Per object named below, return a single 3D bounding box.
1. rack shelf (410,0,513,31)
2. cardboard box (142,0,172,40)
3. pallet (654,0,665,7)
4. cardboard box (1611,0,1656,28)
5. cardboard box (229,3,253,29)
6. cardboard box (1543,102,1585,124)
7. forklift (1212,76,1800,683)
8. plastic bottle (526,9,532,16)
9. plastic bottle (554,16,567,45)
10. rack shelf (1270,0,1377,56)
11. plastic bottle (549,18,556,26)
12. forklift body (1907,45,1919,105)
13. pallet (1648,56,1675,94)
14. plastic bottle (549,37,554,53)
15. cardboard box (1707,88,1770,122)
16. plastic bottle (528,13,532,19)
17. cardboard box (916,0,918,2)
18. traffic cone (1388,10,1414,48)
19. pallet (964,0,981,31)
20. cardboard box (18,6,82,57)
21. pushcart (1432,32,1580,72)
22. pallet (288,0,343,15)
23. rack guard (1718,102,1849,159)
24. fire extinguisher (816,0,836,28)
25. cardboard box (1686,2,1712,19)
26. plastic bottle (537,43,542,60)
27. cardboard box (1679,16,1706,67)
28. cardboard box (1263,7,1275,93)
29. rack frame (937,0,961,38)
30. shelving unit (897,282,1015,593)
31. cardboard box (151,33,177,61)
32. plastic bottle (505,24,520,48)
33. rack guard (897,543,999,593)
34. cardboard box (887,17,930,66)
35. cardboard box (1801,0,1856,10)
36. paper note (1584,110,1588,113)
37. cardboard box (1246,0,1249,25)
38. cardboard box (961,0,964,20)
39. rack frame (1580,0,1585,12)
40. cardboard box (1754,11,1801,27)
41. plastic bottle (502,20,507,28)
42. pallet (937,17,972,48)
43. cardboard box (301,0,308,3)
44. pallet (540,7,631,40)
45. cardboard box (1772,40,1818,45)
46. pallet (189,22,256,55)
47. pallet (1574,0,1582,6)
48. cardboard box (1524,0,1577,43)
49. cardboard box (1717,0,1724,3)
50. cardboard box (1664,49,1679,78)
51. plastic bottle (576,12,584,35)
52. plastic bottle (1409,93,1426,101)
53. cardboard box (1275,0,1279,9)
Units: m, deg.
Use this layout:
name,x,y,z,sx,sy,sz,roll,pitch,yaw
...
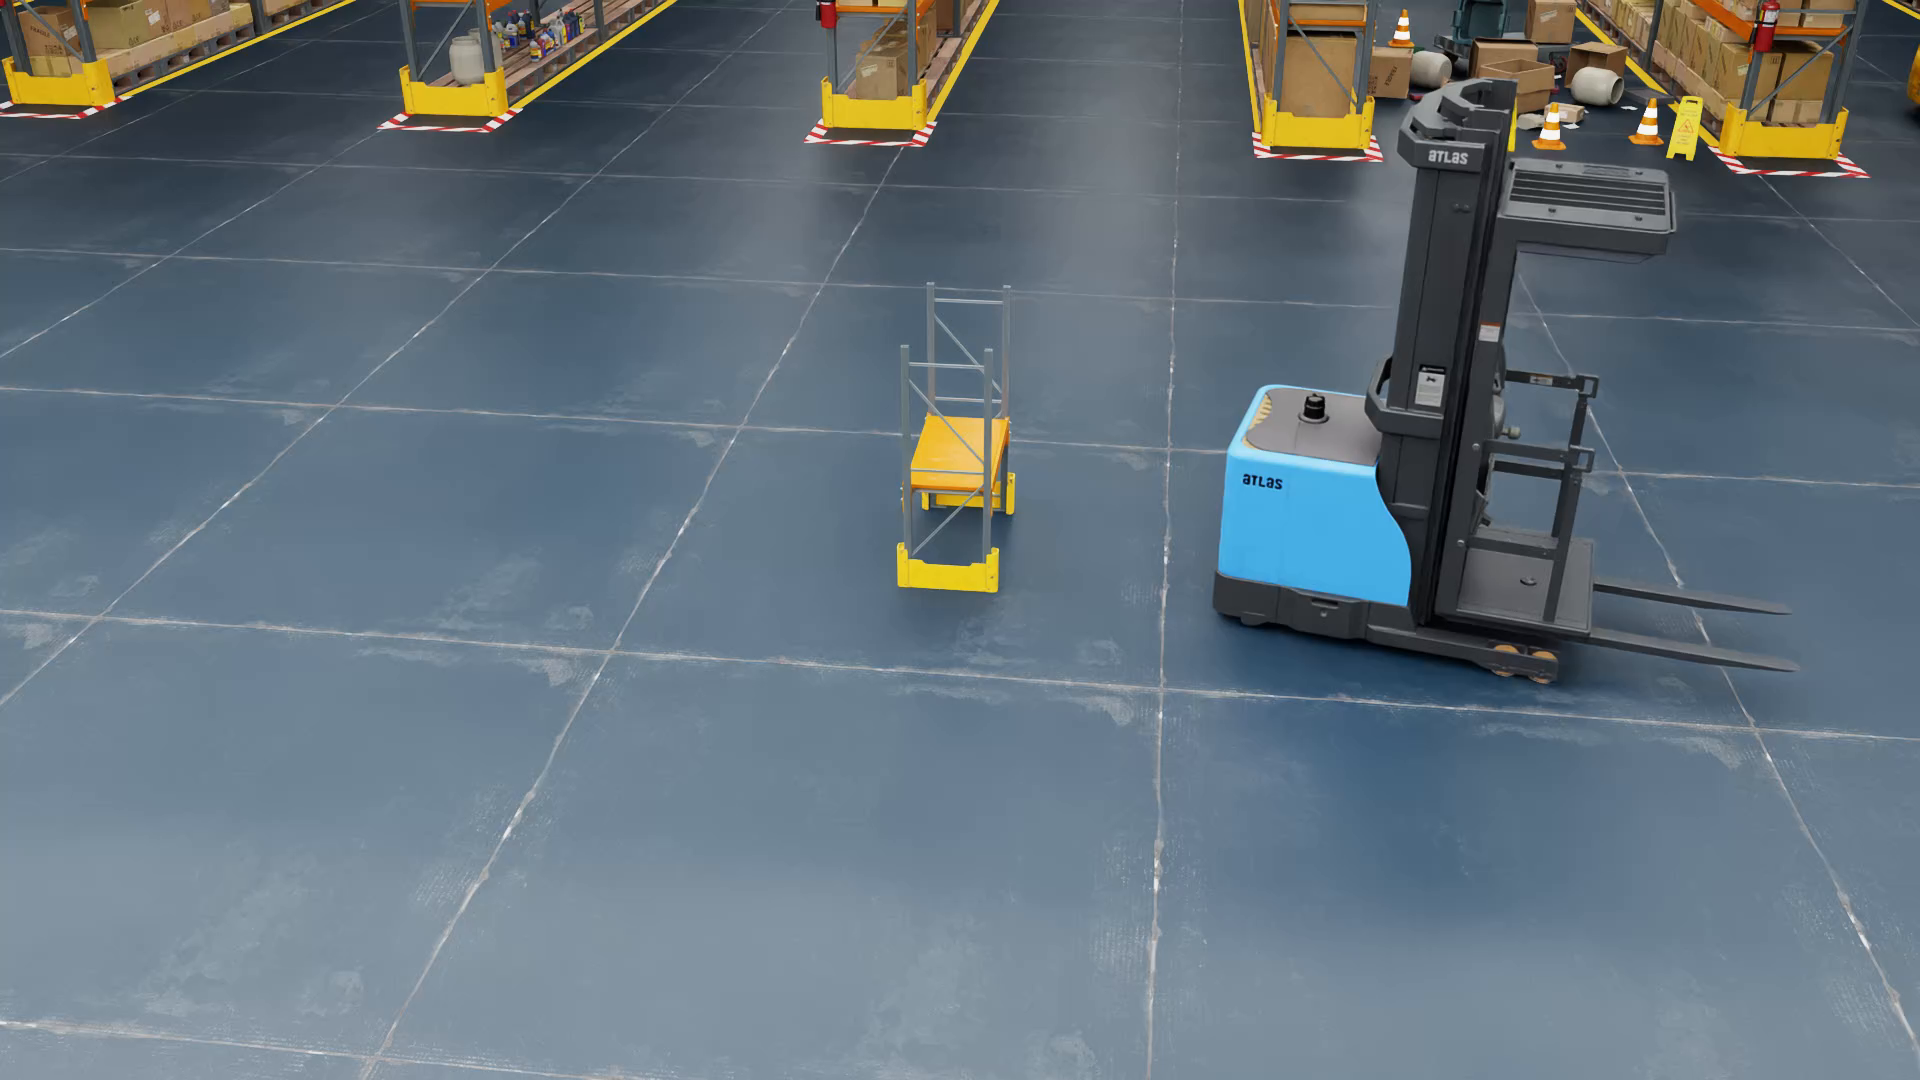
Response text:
name,x,y,z,sx,sy,sz,roll,pitch,yaw
rack shelf,-5.655,-6.968,20.779,1.077,0.370,4.000,3,28,6
cardboard box,-10.421,-6.648,21.093,0.500,0.500,0.500,3,28,6
pallet,-5.053,-8.519,25.840,1.003,0.211,1.213,3,28,6
cardboard box,9.571,-7.303,22.971,0.950,0.372,0.625,4,29,8
cardboard box,-10.165,-7.259,23.017,0.500,0.250,0.500,3,28,6
cardboard box,7.007,-4.958,19.297,0.380,0.149,0.250,20,34,32
forklift,3.001,-0.815,8.672,3.031,2.935,1.130,10,30,17
plastic bottle,-5.884,-7.094,22.668,0.097,0.271,0.097,0,28,0
plastic bottle,-5.265,-6.691,21.836,0.144,0.351,0.185,3,28,6
rack shelf,4.171,-6.344,19.622,1.077,0.370,4.000,3,28,6
plastic bottle,-5.376,-6.807,22.130,0.152,0.276,0.135,3,28,6
forklift body,12.200,-5.818,18.781,2.313,2.155,1.214,3,28,6
pallet,9.294,-5.816,20.824,1.003,0.211,1.213,3,28,6
plastic bottle,-5.302,-6.395,21.444,0.097,0.201,0.097,0,28,0
cardboard box,8.686,-4.861,18.567,0.500,0.250,0.500,3,28,6
plastic bottle,-5.790,-6.939,22.368,0.061,0.283,0.133,3,28,6
cardboard box,-0.663,-6.181,18.826,0.380,0.149,0.250,3,28,6
traffic cone,6.079,-7.029,22.809,0.336,0.463,0.334,3,28,6
pallet,-0.253,-7.653,24.233,1.003,0.211,1.213,3,28,6
cardboard box,-11.045,-6.207,20.274,0.500,0.500,0.500,3,28,6
pushcart,7.073,-6.317,21.577,1.648,0.377,0.936,-6,29,-11
pallet,-10.127,-8.213,25.272,1.003,0.211,1.213,3,28,6
rack guard,8.861,-4.415,17.917,1.175,0.500,0.348,3,28,6
fire extinguisher,-1.455,-5.994,18.295,0.296,0.674,0.183,3,28,6
cardboard box,8.835,-6.266,19.700,0.380,0.149,0.250,5,29,9
plastic bottle,-5.355,-6.189,21.062,0.097,0.201,0.097,0,28,0
cardboard box,8.882,-5.908,19.719,0.500,0.500,0.500,5,29,9
cardboard box,4.049,-5.706,19.477,0.875,0.875,0.875,3,28,5
rack frame,-0.494,-7.938,21.822,1.000,3.000,0.127,3,28,6
shelving unit,-0.009,-0.624,9.828,0.587,1.500,1.083,3,28,6
cardboard box,-10.409,-6.317,21.270,0.500,0.250,0.500,3,28,6
plastic bottle,-5.845,-6.579,21.707,0.152,0.276,0.135,3,28,6
rack guard,-0.070,0.160,9.689,0.587,0.250,0.087,3,28,6
cardboard box,-0.643,-6.270,20.918,0.500,0.500,0.500,1,28,2
cardboard box,9.185,-5.861,17.548,0.500,0.500,0.500,3,28,5
paper note,7.392,-5.061,19.634,0.032,0.001,0.123,3,28,6
cardboard box,4.525,-7.548,23.027,1.050,0.750,0.750,3,28,6
cardboard box,-0.320,-7.542,23.259,0.700,0.500,0.500,3,28,6
rack frame,9.832,-9.245,24.248,1.000,3.000,0.127,3,28,6
cardboard box,8.685,-5.557,17.667,0.380,0.149,0.250,4,29,8
plastic bottle,-6.005,-6.704,21.931,0.061,0.283,0.133,5,29,8
pallet,-0.400,-7.077,23.164,1.003,0.211,1.213,3,28,6
cardboard box,-9.905,-8.150,24.671,0.500,0.250,0.500,3,28,5
pallet,-5.352,-7.370,23.708,1.003,0.211,1.213,3,28,6
cardboard box,9.287,-5.405,18.786,0.500,0.500,0.500,2,28,4
pallet,-10.464,-6.916,22.865,1.003,0.211,1.213,3,28,6
pallet,10.003,-8.384,25.590,1.003,0.211,1.213,3,28,6
cardboard box,7.571,-6.684,21.332,0.500,0.500,0.500,3,28,6
cardboard box,8.772,-6.163,18.792,0.380,0.149,0.250,3,28,6
cardboard box,8.947,-5.823,20.351,0.500,0.250,0.500,5,29,9
plastic bottle,-5.141,-6.978,22.440,0.061,0.283,0.133,5,29,9
plastic bottle,5.608,-5.378,20.169,0.283,0.061,0.133,-6,29,-11
cardboard box,3.972,-6.223,18.480,0.875,0.550,0.550,3,28,6
